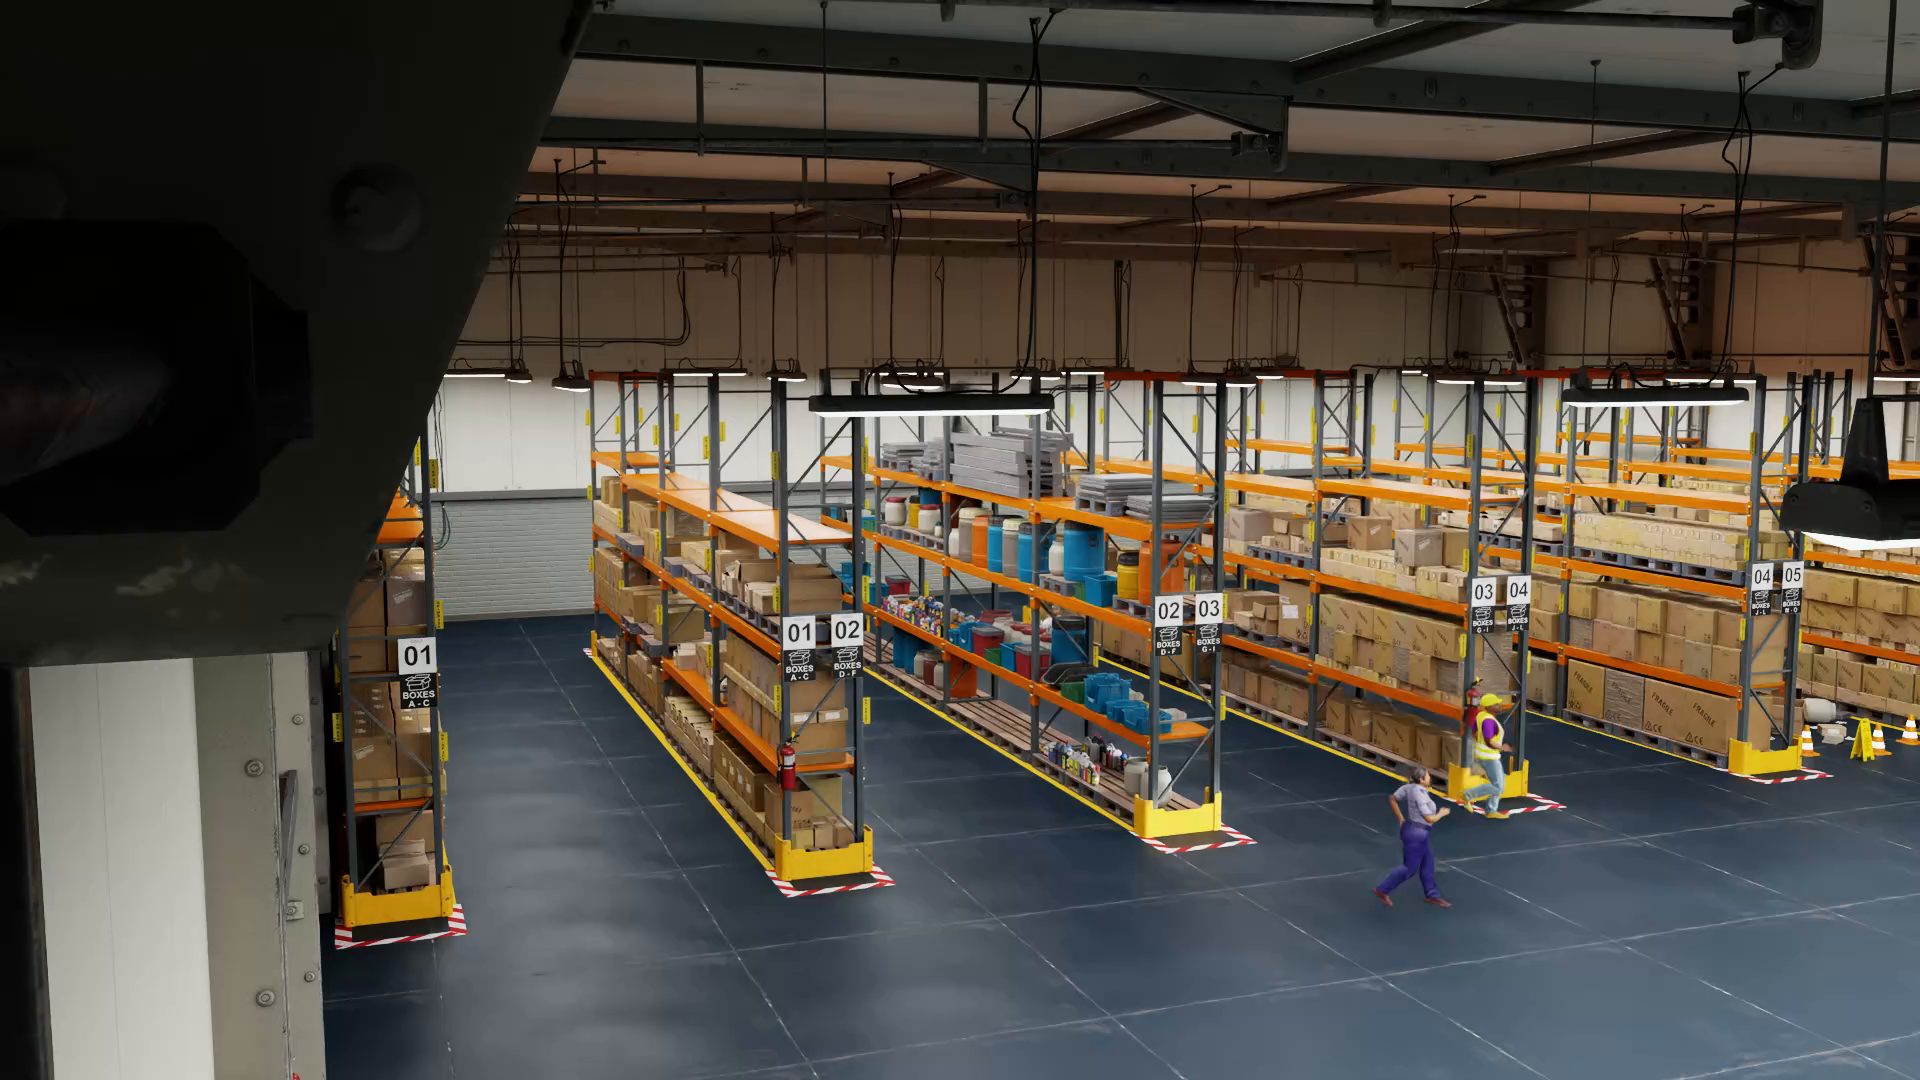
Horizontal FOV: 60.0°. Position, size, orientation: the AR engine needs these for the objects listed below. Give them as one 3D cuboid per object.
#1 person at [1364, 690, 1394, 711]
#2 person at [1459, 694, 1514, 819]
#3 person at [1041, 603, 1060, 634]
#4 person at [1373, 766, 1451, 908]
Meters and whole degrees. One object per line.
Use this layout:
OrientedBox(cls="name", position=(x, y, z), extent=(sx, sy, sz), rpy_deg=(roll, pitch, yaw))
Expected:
OrientedBox(cls="person", position=(7.521, 2.135, 29.874), extent=(0.651, 1.791, 0.983), rpy_deg=(-4, 8, -33))
OrientedBox(cls="person", position=(7.163, 2.947, 22.665), extent=(0.686, 1.728, 0.699), rpy_deg=(1, 6, 7))
OrientedBox(cls="person", position=(1.805, 1.971, 31.151), extent=(0.612, 1.658, 0.542), rpy_deg=(-3, 7, -28))
OrientedBox(cls="person", position=(5.158, 3.384, 18.912), extent=(0.933, 1.652, 0.598), rpy_deg=(0, 6, 0))
